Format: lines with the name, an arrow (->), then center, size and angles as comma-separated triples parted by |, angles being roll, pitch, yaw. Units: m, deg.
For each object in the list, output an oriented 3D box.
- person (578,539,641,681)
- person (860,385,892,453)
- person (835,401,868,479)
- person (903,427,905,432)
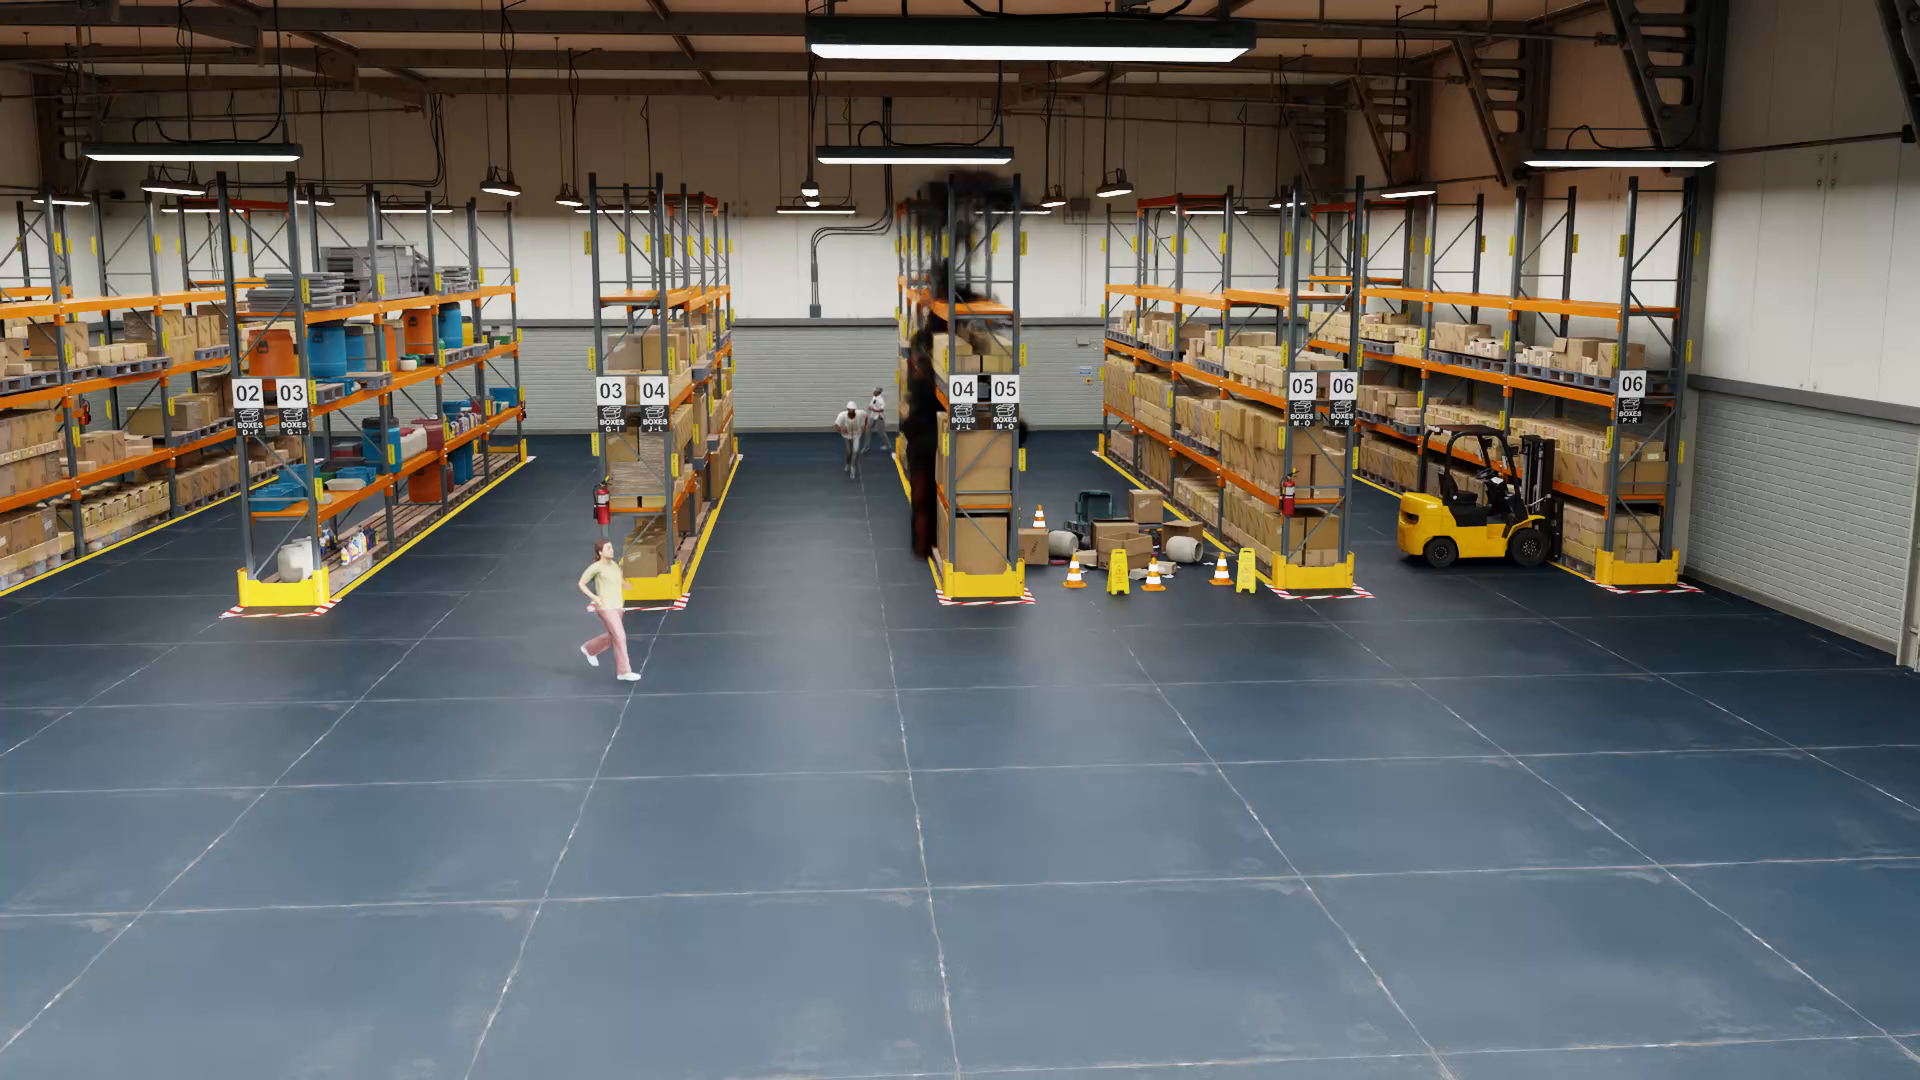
person -> -4.096, 0.799, 19.396 | 0.845, 1.643, 0.588 | 5, 11, 25
person -> -1.978, -2.955, 40.702 | 0.783, 1.687, 0.656 | -6, 12, -33
person -> -2.394, -2.222, 36.591 | 0.746, 1.717, 1.049 | -2, 10, -10
person -> -1.197, -3.050, 41.136 | 0.601, 1.672, 0.860 | -1, 10, -6
